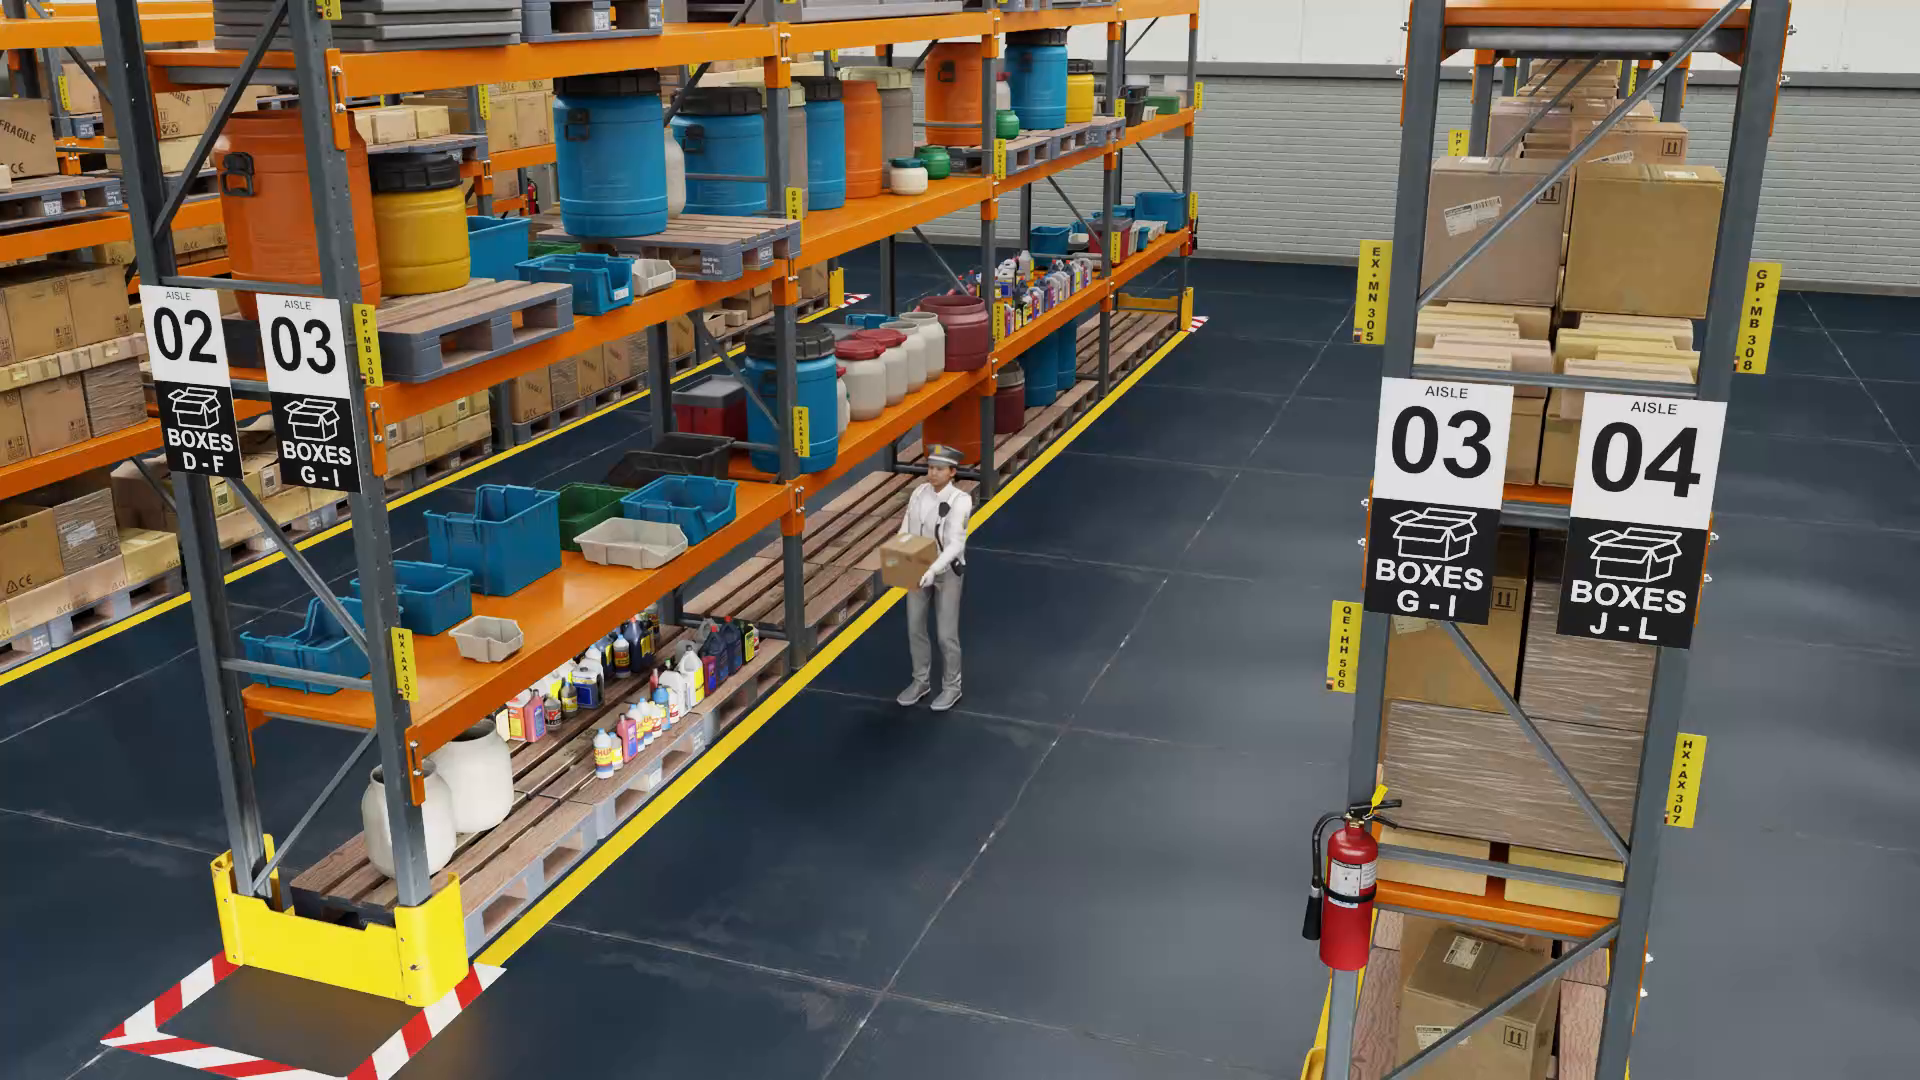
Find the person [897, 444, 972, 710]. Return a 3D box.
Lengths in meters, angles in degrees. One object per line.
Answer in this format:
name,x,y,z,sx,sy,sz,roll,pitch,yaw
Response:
person,-0.188,0.229,10.342,0.465,1.691,0.554,12,22,32
